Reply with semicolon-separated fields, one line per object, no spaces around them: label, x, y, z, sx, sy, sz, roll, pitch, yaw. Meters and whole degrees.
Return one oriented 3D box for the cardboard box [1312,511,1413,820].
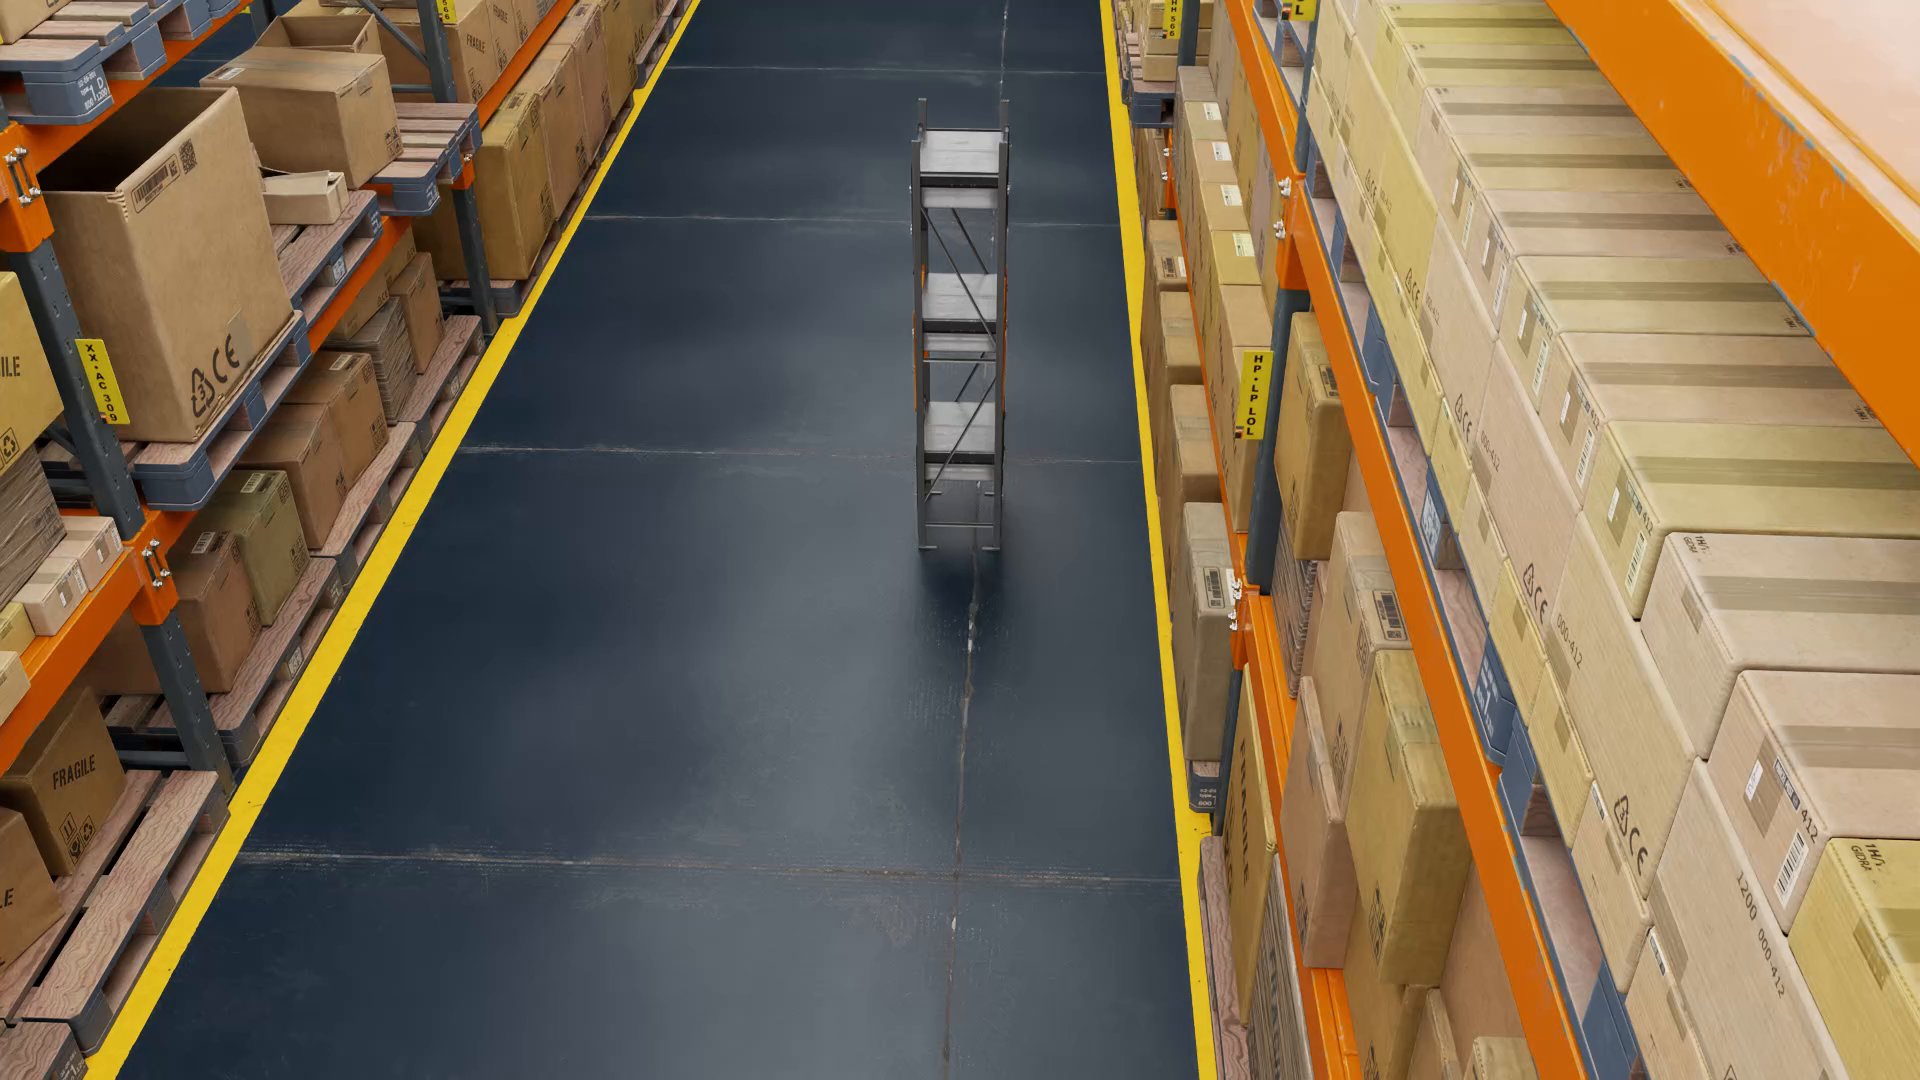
cardboard box;1.379;0.316;4.121;0.875;0.550;0.550;1;35;2

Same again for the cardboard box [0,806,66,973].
cardboard box;-3.530;1.219;5.715;0.500;0.500;0.500;12;37;17

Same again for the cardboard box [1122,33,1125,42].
cardboard box;1.530;-4.153;13.664;0.380;0.149;0.250;0;35;0

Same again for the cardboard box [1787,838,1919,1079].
cardboard box;1.007;0.416;1.513;0.380;0.149;0.250;2;35;2

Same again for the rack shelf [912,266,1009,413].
rack shelf;0.007;-0.943;7.789;0.431;0.518;0.480;1;35;2

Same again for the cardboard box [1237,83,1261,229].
cardboard box;1.569;-1.629;7.002;0.700;0.500;0.500;1;35;1

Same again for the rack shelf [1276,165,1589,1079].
rack shelf;1.413;0.199;3.375;1.077;0.370;4.000;1;35;2

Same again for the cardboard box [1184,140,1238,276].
cardboard box;1.328;-1.523;7.721;0.500;0.500;0.500;1;35;2

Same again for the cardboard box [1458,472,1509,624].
cardboard box;1.059;0.015;2.778;0.380;0.149;0.250;2;35;2

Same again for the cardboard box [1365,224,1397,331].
cardboard box;1.100;-0.569;3.608;0.380;0.149;0.250;1;35;1

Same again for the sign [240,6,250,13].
sign;-3.852;-2.973;8.864;0.100;0.325;0.005;1;35;2

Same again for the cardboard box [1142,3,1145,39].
cardboard box;1.228;-2.954;9.439;0.380;0.149;0.250;3;35;4

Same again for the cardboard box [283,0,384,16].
cardboard box;-3.526;-2.818;9.564;0.500;0.500;0.500;2;35;3

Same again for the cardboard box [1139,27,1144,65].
cardboard box;1.226;-2.821;9.509;0.380;0.149;0.250;1;35;2

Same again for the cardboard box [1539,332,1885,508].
cardboard box;1.049;-0.167;2.343;0.380;0.149;0.250;1;35;2

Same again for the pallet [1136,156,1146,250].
pallet;1.739;-2.323;11.371;1.003;0.211;1.213;1;35;2

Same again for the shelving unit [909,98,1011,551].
shelving unit;0.007;-0.954;7.782;0.431;2.100;0.503;1;35;2

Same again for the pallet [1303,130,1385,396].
pallet;1.450;-0.738;4.160;1.003;0.211;1.213;1;35;2

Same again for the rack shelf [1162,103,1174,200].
rack shelf;1.734;-3.170;10.778;1.077;0.370;4.000;1;35;2

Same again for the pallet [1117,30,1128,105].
pallet;1.806;-3.859;13.558;1.003;0.211;1.213;1;35;2

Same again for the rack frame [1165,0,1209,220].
rack frame;1.654;-2.315;8.936;1.000;3.000;0.127;1;35;2

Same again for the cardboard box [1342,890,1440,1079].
cardboard box;1.431;1.064;3.996;0.875;0.550;0.500;1;35;2

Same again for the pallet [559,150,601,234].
pallet;-3.139;-2.498;11.620;1.003;0.211;1.213;1;35;2

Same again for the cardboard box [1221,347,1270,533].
cardboard box;1.247;-0.364;6.073;0.500;0.500;0.500;1;35;2

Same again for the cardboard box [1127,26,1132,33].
cardboard box;1.510;-3.929;13.087;0.380;0.149;0.250;2;35;3

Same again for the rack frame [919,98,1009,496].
rack frame;0.016;-1.094;7.981;0.400;2.100;0.015;1;35;2

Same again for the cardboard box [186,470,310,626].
cardboard box;-3.374;0.027;7.394;0.700;0.500;0.500;1;35;2

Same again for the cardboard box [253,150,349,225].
cardboard box;-3.095;-1.641;7.727;0.396;0.266;0.258;0;35;1

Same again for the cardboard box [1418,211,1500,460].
cardboard box;1.136;-0.373;2.982;0.500;0.250;0.500;2;35;2

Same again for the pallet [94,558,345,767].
pallet;-3.429;0.504;7.350;1.003;0.211;1.213;1;35;2

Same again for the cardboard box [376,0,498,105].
cardboard box;-3.006;-2.802;9.541;0.500;0.500;0.500;2;35;3

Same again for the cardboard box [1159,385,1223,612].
cardboard box;1.471;-0.182;7.491;1.050;0.750;0.750;1;35;2

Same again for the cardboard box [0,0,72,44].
cardboard box;-3.341;-1.899;5.280;0.797;0.503;0.637;0;35;0

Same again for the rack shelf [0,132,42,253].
rack shelf;-3.539;0.026;3.621;1.077;0.370;4.000;1;35;2

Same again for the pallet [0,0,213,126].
pallet;-3.327;-1.693;5.604;1.213;0.211;1.003;1;35;2

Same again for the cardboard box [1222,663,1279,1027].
cardboard box;1.398;1.040;5.644;0.875;0.875;0.875;2;35;3

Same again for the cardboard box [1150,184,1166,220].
cardboard box;1.419;-1.849;10.080;0.500;0.500;0.500;1;35;2

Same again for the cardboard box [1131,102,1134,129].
cardboard box;1.520;-3.344;12.209;0.500;0.500;0.500;3;35;4

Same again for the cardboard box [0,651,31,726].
cardboard box;-3.162;0.475;5.184;0.380;0.149;0.250;1;35;2

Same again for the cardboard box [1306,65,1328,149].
cardboard box;1.139;-1.153;4.440;0.380;0.149;0.250;1;35;1

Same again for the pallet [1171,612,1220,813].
pallet;1.449;0.679;7.101;1.003;0.211;1.213;1;35;2

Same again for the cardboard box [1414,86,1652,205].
cardboard box;1.089;-0.748;3.170;0.380;0.149;0.250;1;35;2

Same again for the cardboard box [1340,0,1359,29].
cardboard box;1.130;-1.333;4.002;0.380;0.149;0.250;1;35;1

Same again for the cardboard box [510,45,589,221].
cardboard box;-3.206;-2.699;10.964;1.225;0.875;0.875;1;35;2

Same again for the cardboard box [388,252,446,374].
cardboard box;-3.305;-1.260;9.225;0.700;0.500;0.500;0;35;-1

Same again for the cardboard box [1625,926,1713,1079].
cardboard box;1.018;0.600;1.945;0.380;0.149;0.250;2;35;2

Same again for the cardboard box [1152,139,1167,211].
cardboard box;1.420;-2.170;9.886;0.500;0.250;0.500;1;35;1

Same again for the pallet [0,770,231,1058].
pallet;-3.450;1.338;6.163;1.003;0.211;1.213;1;35;2
